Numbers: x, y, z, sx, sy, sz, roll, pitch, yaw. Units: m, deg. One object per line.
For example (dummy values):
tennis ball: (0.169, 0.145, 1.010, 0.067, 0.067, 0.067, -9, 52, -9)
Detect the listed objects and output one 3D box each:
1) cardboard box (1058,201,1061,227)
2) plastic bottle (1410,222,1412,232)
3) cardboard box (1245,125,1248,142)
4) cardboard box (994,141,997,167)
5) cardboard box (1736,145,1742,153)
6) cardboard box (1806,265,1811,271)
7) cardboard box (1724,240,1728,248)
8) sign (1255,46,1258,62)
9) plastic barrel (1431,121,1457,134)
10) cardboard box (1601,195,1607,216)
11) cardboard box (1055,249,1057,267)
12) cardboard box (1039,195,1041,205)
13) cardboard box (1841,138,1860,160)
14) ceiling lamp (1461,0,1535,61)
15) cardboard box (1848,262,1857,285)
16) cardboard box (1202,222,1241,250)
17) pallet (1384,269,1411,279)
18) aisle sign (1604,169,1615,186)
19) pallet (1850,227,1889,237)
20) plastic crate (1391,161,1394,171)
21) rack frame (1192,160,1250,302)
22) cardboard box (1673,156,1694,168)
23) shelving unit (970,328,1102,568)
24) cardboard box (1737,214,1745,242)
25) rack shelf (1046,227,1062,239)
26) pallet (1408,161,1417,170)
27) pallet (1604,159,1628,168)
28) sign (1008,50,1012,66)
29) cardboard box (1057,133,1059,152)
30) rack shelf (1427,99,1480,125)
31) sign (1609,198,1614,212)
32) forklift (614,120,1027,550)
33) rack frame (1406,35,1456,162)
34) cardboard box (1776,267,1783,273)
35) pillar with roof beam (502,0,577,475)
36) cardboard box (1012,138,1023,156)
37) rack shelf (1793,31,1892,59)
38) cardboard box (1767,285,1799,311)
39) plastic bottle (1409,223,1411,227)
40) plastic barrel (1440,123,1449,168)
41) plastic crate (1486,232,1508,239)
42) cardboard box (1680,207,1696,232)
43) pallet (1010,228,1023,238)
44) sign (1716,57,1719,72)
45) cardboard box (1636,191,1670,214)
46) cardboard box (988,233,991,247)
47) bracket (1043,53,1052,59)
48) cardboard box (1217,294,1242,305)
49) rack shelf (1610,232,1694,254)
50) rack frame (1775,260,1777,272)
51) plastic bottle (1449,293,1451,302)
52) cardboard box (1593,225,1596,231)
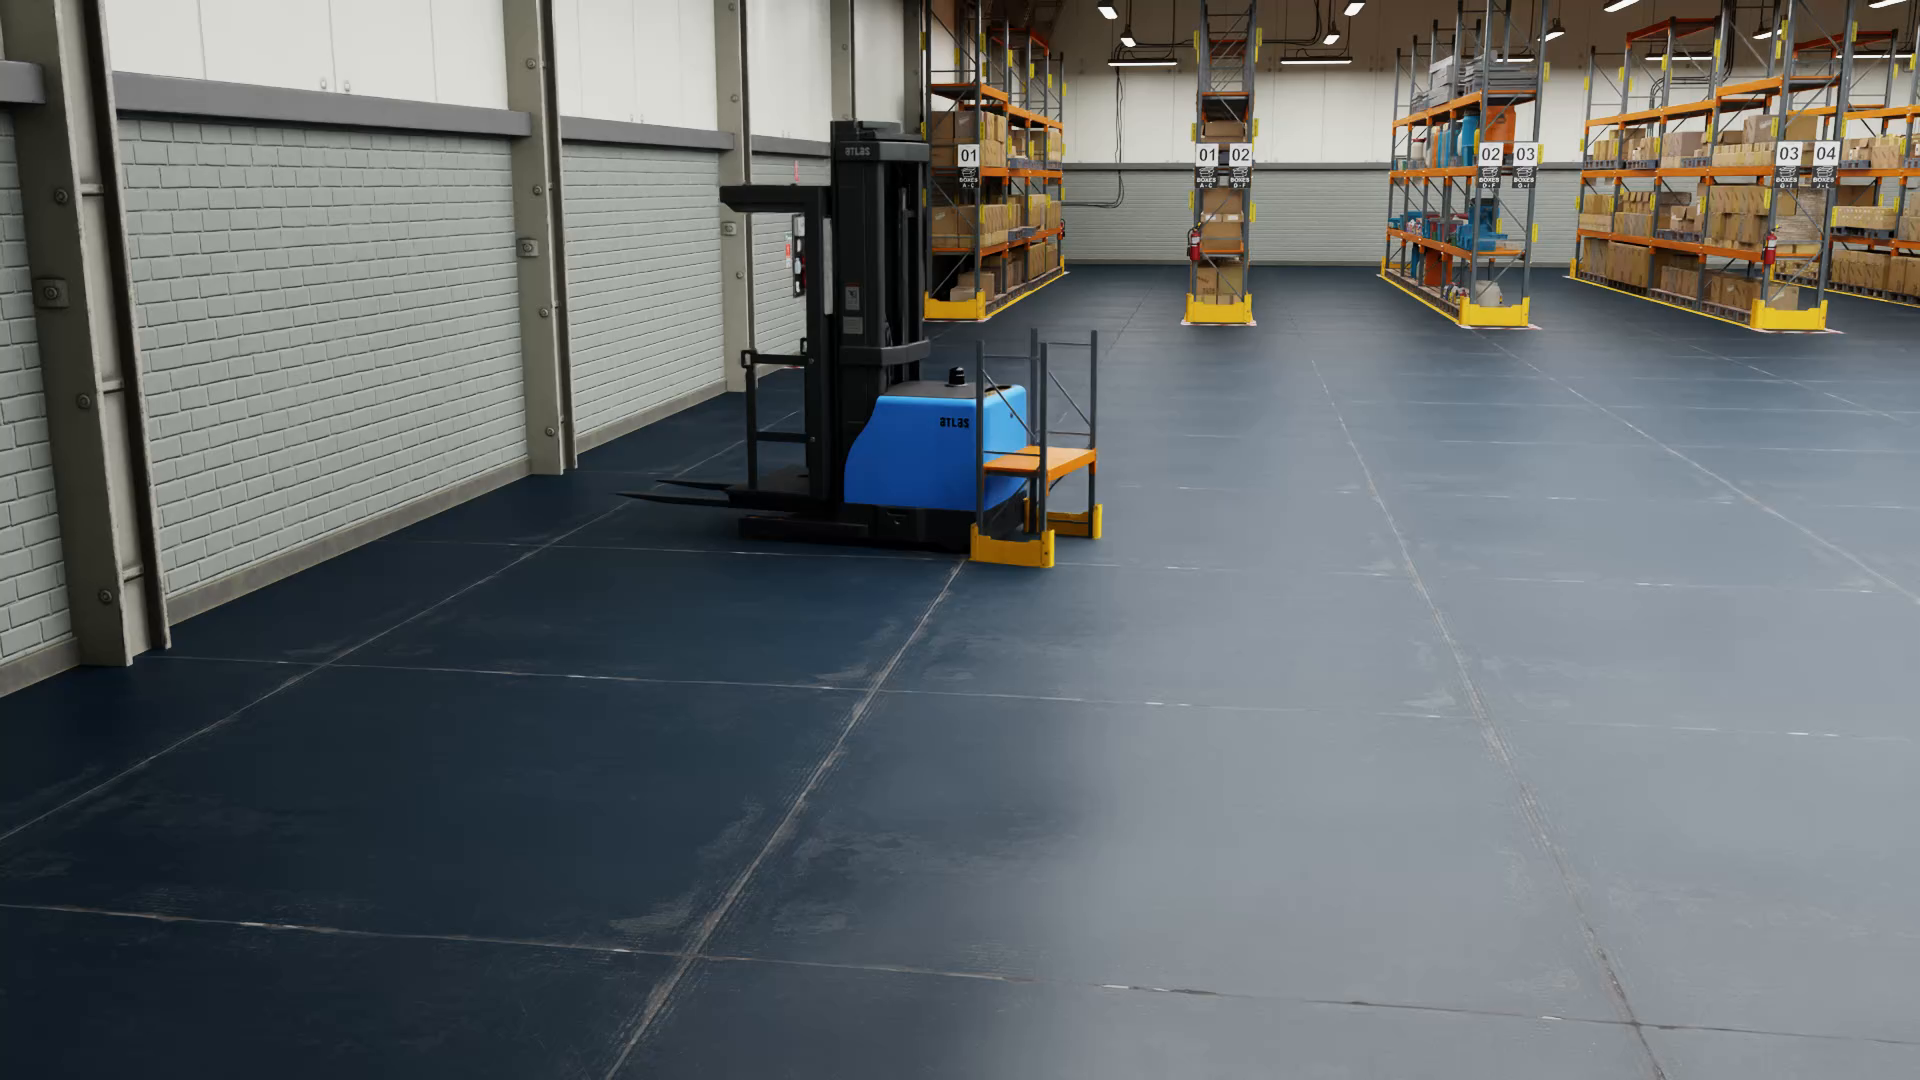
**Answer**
cardboard box: (2.266, -9.032, 46.069, 0.980, 0.700, 0.700, 2, 12, 11)
plastic bottle: (10.894, -7.533, 40.106, 0.061, 0.283, 0.133, 2, 12, 9)
cardboard box: (5.295, -7.627, 31.577, 0.500, 0.500, 0.500, 2, 12, 9)
cardboard box: (0.427, -7.578, 32.633, 0.500, 0.500, 0.500, 3, 12, 12)
cardboard box: (14.654, -7.270, 30.895, 0.380, 0.149, 0.250, 2, 12, 8)
cardboard box: (21.231, -6.744, 41.232, 0.380, 0.149, 0.250, 2, 12, 10)
cardboard box: (14.674, -5.593, 31.423, 0.380, 0.149, 0.250, 2, 12, 9)
sign: (5.929, -9.777, 33.409, 0.100, 0.325, 0.005, 2, 12, 9)
plastic barrel: (11.397, -9.394, 39.157, 0.600, 0.901, 0.708, 2, 12, 9)
cardboard box: (16.290, -8.325, 41.370, 0.500, 0.500, 0.500, 2, 12, 9)
cardboard box: (2.326, -7.826, 46.123, 0.700, 0.500, 0.500, 2, 12, 9)
cardboard box: (1.734, -8.412, 41.134, 0.500, 0.250, 0.500, 2, 12, 10)
cardboard box: (21.121, -9.141, 38.934, 0.700, 0.500, 0.500, 2, 12, 9)
ceiling lamp: (15.025, -14.934, 46.073, 2.000, 3.185, 0.800, 2, 12, 9)
cardboard box: (20.765, -6.114, 38.180, 0.500, 0.500, 0.500, 2, 12, 10)
cardboard box: (4.854, -5.647, 30.838, 0.700, 0.500, 0.500, 2, 12, 9)
pallet: (11.958, -7.137, 44.609, 1.003, 0.211, 1.213, 2, 12, 9)
aisle sign: (17.325, -9.786, 44.112, 0.394, 0.787, 0.004, 2, 12, 9)
pallet: (20.937, -6.983, 37.729, 1.003, 0.211, 1.213, 2, 12, 9)
plastic crate: (11.789, -10.002, 44.473, 0.497, 0.269, 0.590, 2, 12, 9)
rack frame: (4.769, -5.501, 30.399, 1.000, 3.000, 0.127, 2, 12, 9)
cardboard box: (15.315, -7.934, 34.924, 0.500, 0.250, 0.500, 2, 12, 10)
shelving unit: (0.547, -0.672, 11.550, 0.587, 1.500, 1.083, 5, 13, 23)
cardboard box: (14.747, -5.698, 30.369, 0.875, 0.500, 0.500, 2, 12, 9)
rack shelf: (2.027, -8.223, 44.739, 1.077, 0.370, 4.000, 2, 12, 9)
pallet: (11.484, -9.045, 40.174, 1.213, 0.211, 1.003, 2, 12, 9)
pallet: (16.539, -9.270, 40.979, 1.003, 0.211, 1.213, 2, 12, 9)
sign: (1.022, -9.900, 34.166, 0.100, 0.325, 0.005, 2, 12, 9)
cardboard box: (2.404, -10.740, 44.931, 0.500, 0.500, 0.500, 2, 12, 10)
rack shelf: (10.586, -8.974, 34.932, 1.077, 0.370, 4.000, 2, 12, 9)
sign: (15.854, -8.157, 40.480, 0.100, 0.325, 0.005, 2, 12, 9)
forklift: (-1.076, -1.527, 12.121, 3.031, 2.935, 1.130, 4, 13, 19)
rack frame: (11.508, -10.770, 40.610, 1.000, 3.000, 0.127, 2, 12, 9)
cardboard box: (21.506, -7.041, 43.316, 0.380, 0.149, 0.250, 2, 12, 10)
pillar with roof beam: (0.612, -4.881, 13.281, 9.100, 9.000, 0.400, 2, 12, 9)
cardboard box: (1.121, -9.157, 38.963, 0.700, 0.500, 0.500, 1, 12, 4)
rack shelf: (21.595, -12.118, 40.680, 1.077, 0.370, 4.000, 2, 12, 9)
cardboard box: (14.670, -4.292, 29.726, 0.500, 0.500, 0.500, 4, 13, 19)
plastic bottle: (10.960, -7.591, 40.404, 0.097, 0.271, 0.097, 0, 12, 0)
plastic barrel: (10.242, -8.133, 34.301, 0.600, 0.901, 0.600, 0, 12, 0)
plastic crate: (10.376, -5.861, 32.420, 0.499, 0.251, 0.616, 2, 12, 9)
cardboard box: (15.347, -6.632, 34.403, 0.797, 0.503, 0.637, 3, 13, 14)
pallet: (0.840, -6.819, 36.970, 1.003, 0.211, 1.213, 2, 12, 9)
sign: (16.325, -10.257, 35.823, 0.100, 0.325, 0.005, 2, 12, 9)
cardboard box: (16.115, -7.811, 38.499, 0.797, 0.503, 0.637, 2, 12, 10)
cardboard box: (0.328, -5.797, 32.081, 0.500, 0.250, 0.500, 1, 12, 7)
bracket: (2.674, -14.842, 50.959, 0.235, 0.232, 0.430, 2, 12, 9)
cardboard box: (5.071, -4.467, 31.129, 0.500, 0.250, 0.500, 2, 12, 9)
rack shelf: (16.095, -6.909, 38.641, 1.077, 0.370, 4.000, 2, 12, 9)
rack frame: (21.903, -8.328, 43.518, 1.000, 3.000, 0.127, 2, 12, 9)
plastic bottle: (9.648, -4.768, 32.594, 0.097, 0.201, 0.097, 0, 12, 0)
cardboard box: (16.363, -7.949, 42.355, 0.380, 0.149, 0.250, 2, 12, 10)
